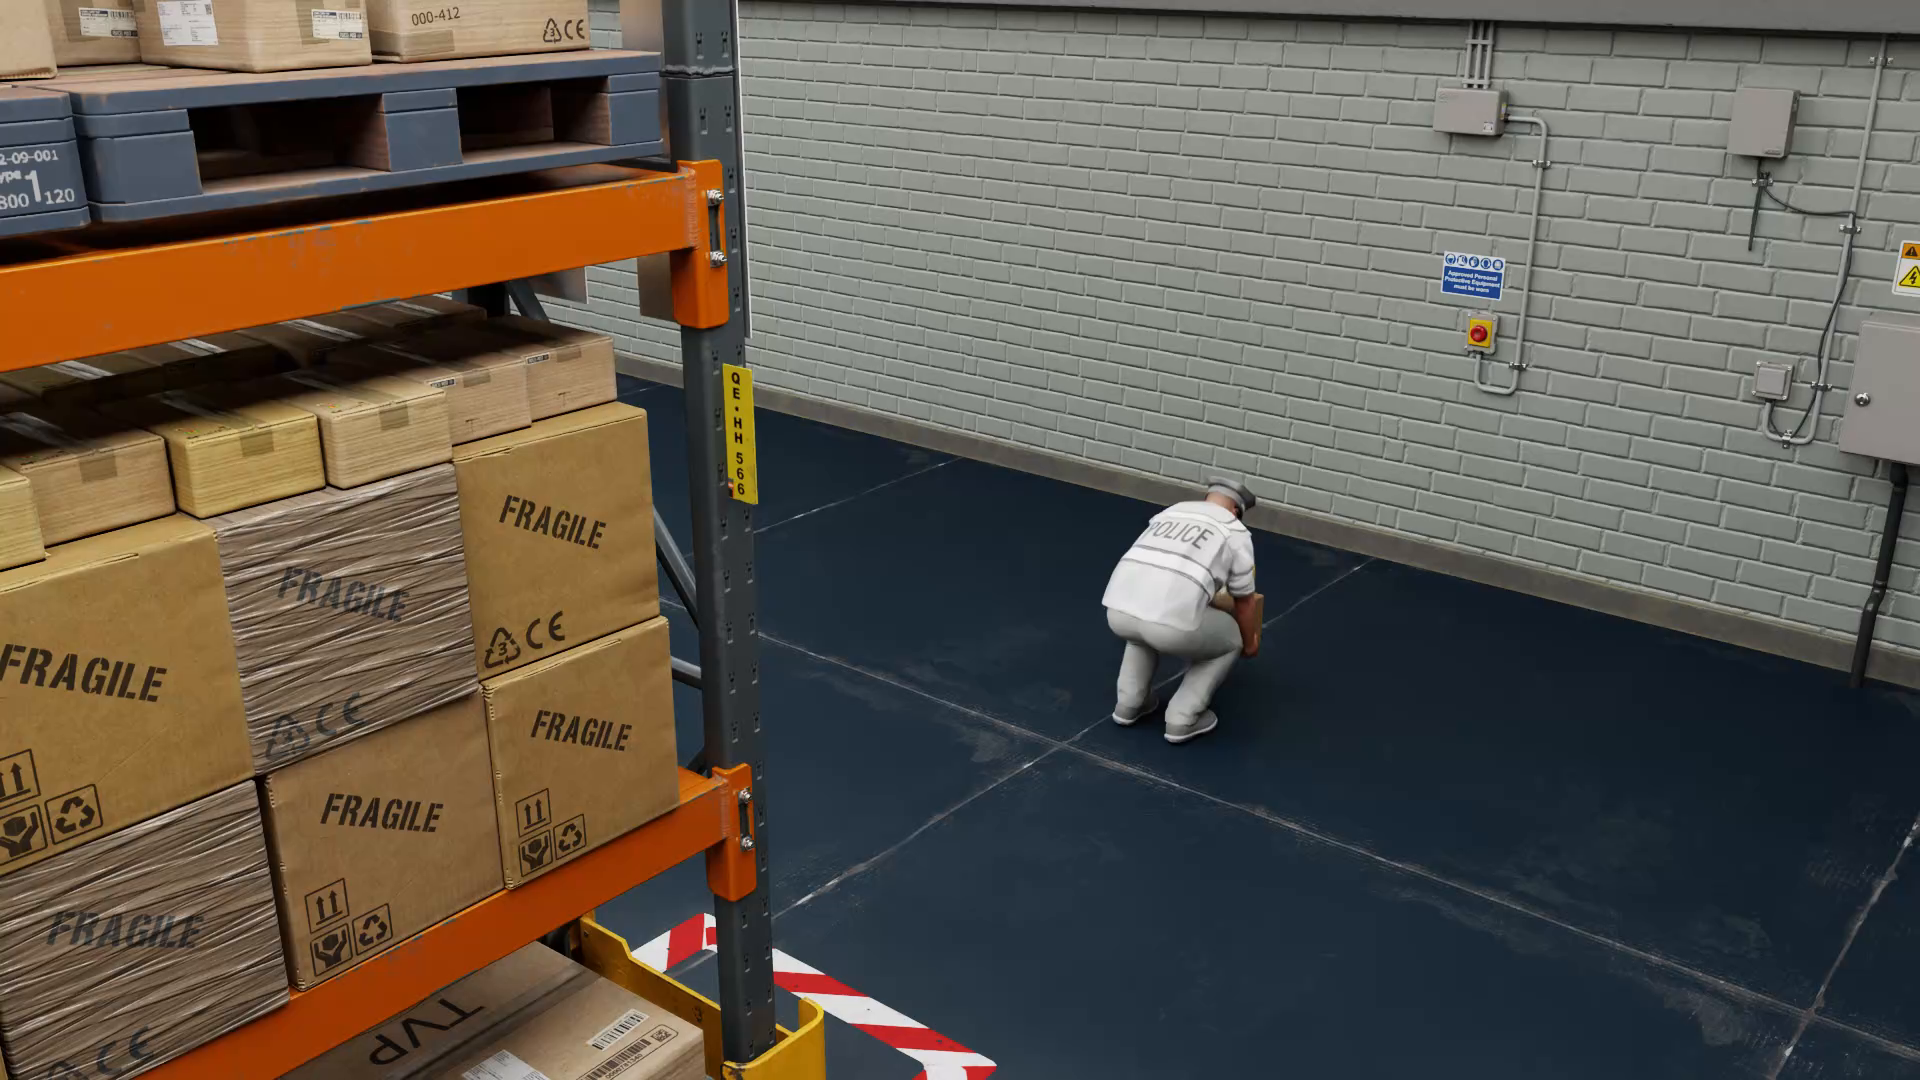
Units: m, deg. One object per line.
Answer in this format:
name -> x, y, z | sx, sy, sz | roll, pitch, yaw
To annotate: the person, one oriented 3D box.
person -> 0.993, 0.292, 7.344 | 0.495, 1.019, 0.996 | 15, 25, 35
